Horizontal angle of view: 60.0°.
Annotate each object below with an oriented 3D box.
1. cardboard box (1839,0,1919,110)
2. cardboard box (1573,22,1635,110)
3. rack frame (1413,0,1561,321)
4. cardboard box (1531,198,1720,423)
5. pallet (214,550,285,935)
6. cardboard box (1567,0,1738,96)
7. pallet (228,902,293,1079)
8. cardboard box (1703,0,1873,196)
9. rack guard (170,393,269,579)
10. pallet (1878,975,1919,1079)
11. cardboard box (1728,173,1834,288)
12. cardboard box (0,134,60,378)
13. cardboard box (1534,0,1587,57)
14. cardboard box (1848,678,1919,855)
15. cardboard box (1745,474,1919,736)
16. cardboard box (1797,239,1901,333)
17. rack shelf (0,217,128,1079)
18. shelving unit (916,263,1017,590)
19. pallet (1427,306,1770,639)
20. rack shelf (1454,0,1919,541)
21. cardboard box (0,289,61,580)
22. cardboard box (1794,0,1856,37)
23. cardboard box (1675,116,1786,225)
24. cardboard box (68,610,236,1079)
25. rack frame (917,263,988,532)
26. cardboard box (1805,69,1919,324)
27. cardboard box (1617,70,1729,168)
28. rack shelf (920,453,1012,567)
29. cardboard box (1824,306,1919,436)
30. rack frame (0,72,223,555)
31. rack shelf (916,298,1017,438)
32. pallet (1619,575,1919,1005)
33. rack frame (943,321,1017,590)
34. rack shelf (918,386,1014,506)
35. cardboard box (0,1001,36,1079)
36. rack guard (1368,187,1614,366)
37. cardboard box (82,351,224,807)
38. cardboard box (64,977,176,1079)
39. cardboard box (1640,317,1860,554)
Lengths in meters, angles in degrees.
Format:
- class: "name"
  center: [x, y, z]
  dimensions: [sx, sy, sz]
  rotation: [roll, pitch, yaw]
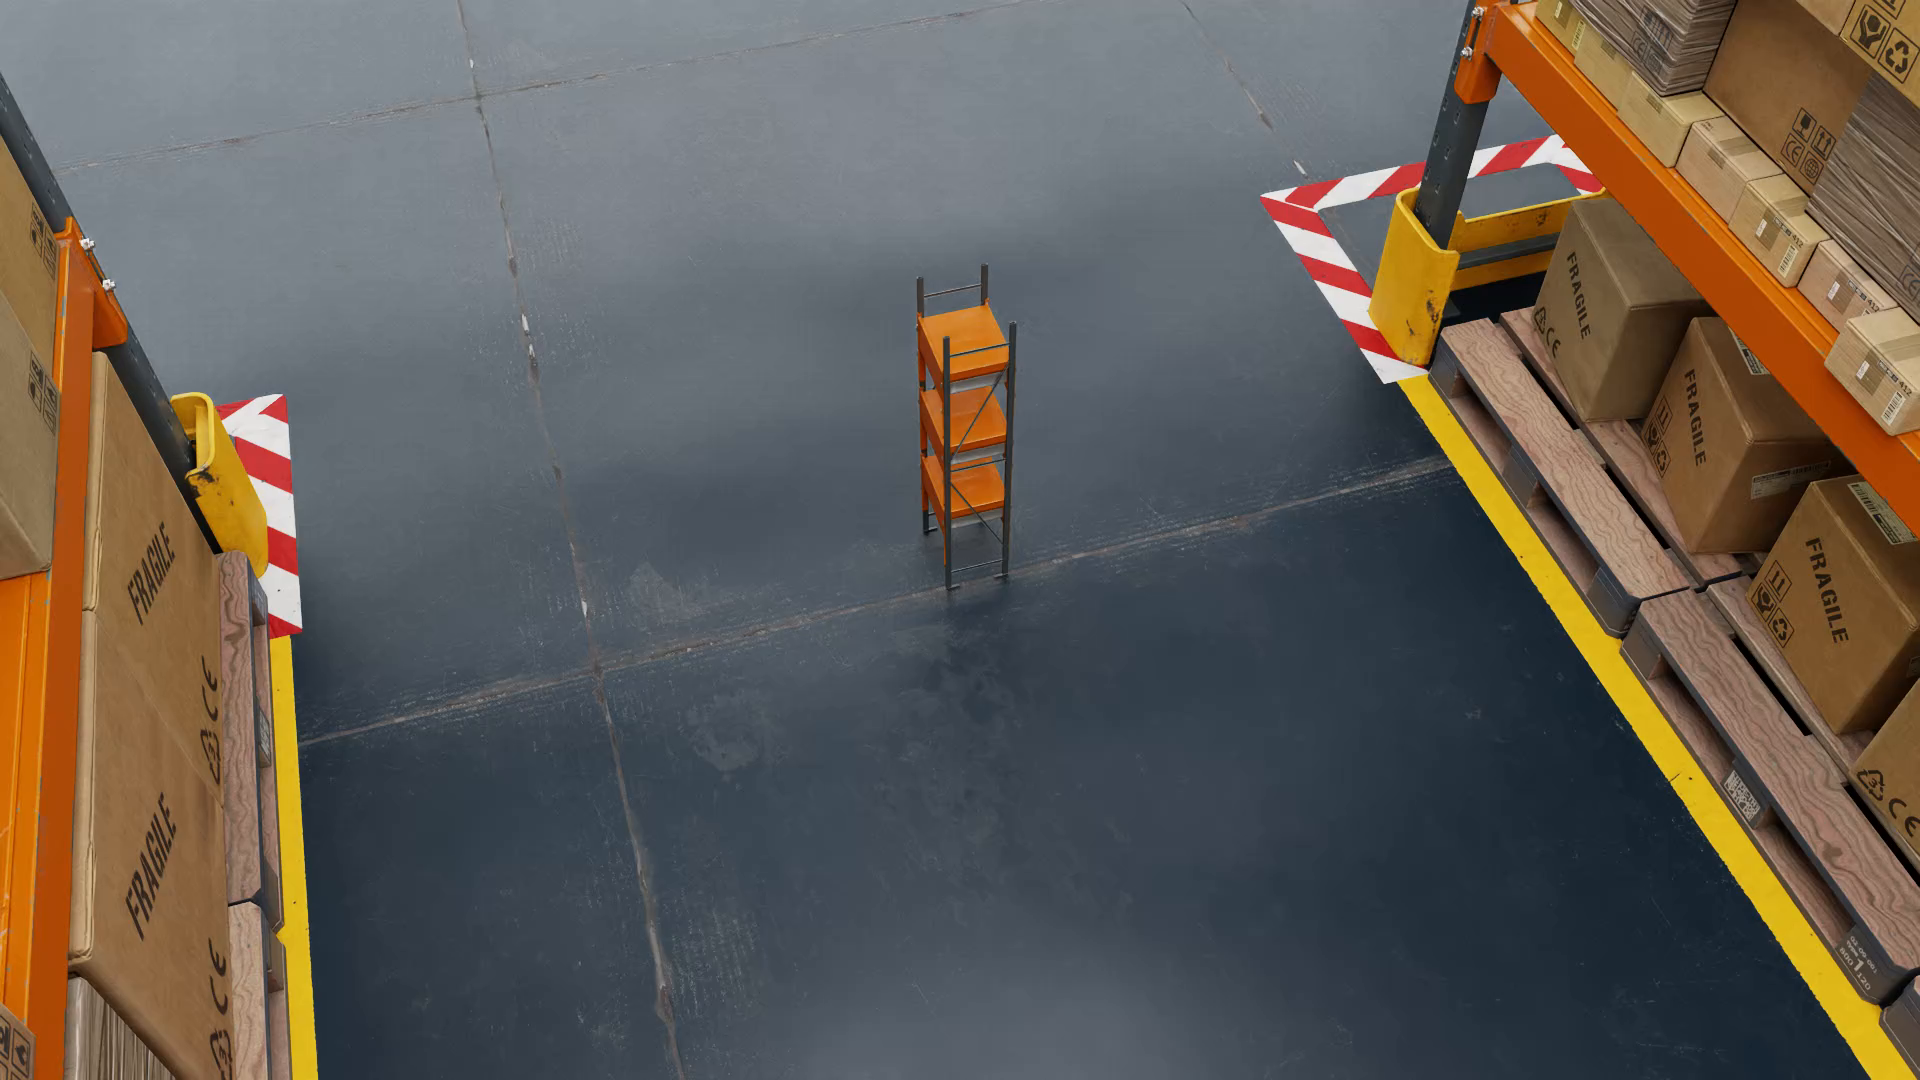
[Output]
- class: "cardboard box"
  center: [2.220, -1.126, 3.323]
  dimensions: [0.500, 0.500, 0.500]
  rotation: [-13, 51, -11]
- class: "cardboard box"
  center: [1.939, -1.340, 4.582]
  dimensions: [0.380, 0.149, 0.250]
  rotation: [-13, 51, -11]
- class: "rack frame"
  center: [2.027, -1.870, 4.865]
  dimensions: [1.000, 3.000, 0.127]
  rotation: [-13, 51, -11]
- class: "cardboard box"
  center: [2.196, -0.740, 5.272]
  dimensions: [0.500, 0.500, 0.500]
  rotation: [-5, 50, -4]
- class: "pallet"
  center: [-2.430, 0.642, 4.571]
  dimensions: [1.003, 0.211, 1.213]
  rotation: [-13, 51, -11]
- class: "cardboard box"
  center: [2.163, -1.591, 4.369]
  dimensions: [0.875, 0.500, 0.500]
  rotation: [-13, 51, -11]
- class: "pallet"
  center: [-2.073, 1.532, 3.821]
  dimensions: [1.003, 0.211, 1.213]
  rotation: [-13, 51, -11]
- class: "cardboard box"
  center: [2.426, -1.253, 4.084]
  dimensions: [0.875, 0.500, 0.500]
  rotation: [-13, 51, -11]
- class: "rack guard"
  center: [-2.748, -0.035, 4.952]
  dimensions: [1.175, 0.500, 0.348]
  rotation: [-13, 51, -11]
- class: "pallet"
  center: [2.978, 1.467, 3.875]
  dimensions: [1.003, 0.211, 1.213]
  rotation: [-13, 51, -11]
- class: "cardboard box"
  center: [2.160, -0.792, 4.120]
  dimensions: [0.380, 0.149, 0.250]
  rotation: [-13, 51, -11]
- class: "cardboard box"
  center: [-2.588, -0.610, 3.705]
  dimensions: [0.875, 0.550, 0.550]
  rotation: [-13, 51, -11]
- class: "cardboard box"
  center: [1.884, -1.527, 4.740]
  dimensions: [0.380, 0.149, 0.250]
  rotation: [-13, 51, -11]
- class: "cardboard box"
  center: [2.695, 0.568, 4.170]
  dimensions: [0.500, 0.500, 0.500]
  rotation: [-17, 52, -14]
- class: "cardboard box"
  center: [2.572, 0.150, 4.522]
  dimensions: [0.500, 0.500, 0.500]
  rotation: [-9, 50, -8]
- class: "cardboard box"
  center: [2.260, -0.616, 3.972]
  dimensions: [0.380, 0.149, 0.250]
  rotation: [-13, 51, -11]
- class: "rack shelf"
  center: [-2.150, 0.870, 3.025]
  dimensions: [1.077, 0.370, 4.000]
  rotation: [-13, 51, -11]
- class: "shelving unit"
  center: [0.016, -0.299, 4.816]
  dimensions: [0.215, 1.050, 0.252]
  rotation: [-13, 51, -11]
- class: "pallet"
  center: [2.256, -0.315, 5.377]
  dimensions: [1.003, 0.211, 1.213]
  rotation: [-13, 51, -11]
- class: "rack shelf"
  center: [2.619, -0.178, 3.909]
  dimensions: [1.077, 0.370, 4.000]
  rotation: [-13, 51, -11]
- class: "cardboard box"
  center: [-2.404, -0.214, 3.370]
  dimensions: [0.875, 0.550, 0.550]
  rotation: [-13, 51, -11]
- class: "cardboard box"
  center: [2.071, -1.491, 3.631]
  dimensions: [0.500, 0.500, 0.500]
  rotation: [-13, 51, -11]
- class: "cardboard box"
  center: [2.093, -0.977, 4.276]
  dimensions: [0.380, 0.149, 0.250]
  rotation: [-13, 51, -11]
- class: "cardboard box"
  center: [-2.215, 0.849, 3.687]
  dimensions: [0.875, 0.875, 0.875]
  rotation: [-14, 51, -12]
- class: "rack frame"
  center: [-0.020, -0.388, 4.891]
  dimensions: [0.200, 1.050, 0.008]
  rotation: [-13, 51, -11]
- class: "cardboard box"
  center: [2.533, -0.878, 3.768]
  dimensions: [0.875, 0.500, 0.500]
  rotation: [-13, 51, -11]
- class: "cardboard box"
  center: [1.999, -1.154, 4.426]
  dimensions: [0.380, 0.149, 0.250]
  rotation: [-13, 51, -11]
- class: "rack shelf"
  center: [0.016, -0.113, 5.036]
  dimensions: [0.215, 0.259, 0.240]
  rotation: [-13, 51, -11]
- class: "cardboard box"
  center: [2.235, -0.410, 3.798]
  dimensions: [0.380, 0.149, 0.250]
  rotation: [-13, 51, -11]
- class: "rack frame"
  center: [-2.741, -0.823, 3.982]
  dimensions: [1.000, 3.000, 0.127]
  rotation: [-13, 51, -11]
- class: "rack shelf"
  center: [0.016, -0.475, 4.607]
  dimensions: [0.215, 0.259, 0.240]
  rotation: [-13, 51, -11]
- class: "pallet"
  center: [2.613, 0.575, 4.627]
  dimensions: [1.003, 0.211, 1.213]
  rotation: [-13, 51, -11]
- class: "rack frame"
  center: [0.052, -0.210, 4.741]
  dimensions: [0.200, 1.050, 0.008]
  rotation: [-13, 51, -11]
- class: "rack shelf"
  center: [0.016, -0.292, 4.824]
  dimensions: [0.215, 0.259, 0.240]
  rotation: [-13, 51, -11]
- class: "cardboard box"
  center: [-1.910, 0.966, 2.376]
  dimensions: [0.875, 0.550, 0.550]
  rotation: [-13, 51, -11]
- class: "rack guard"
  center: [2.050, -1.009, 5.774]
  dimensions: [1.175, 0.500, 0.348]
  rotation: [-13, 51, -11]
- class: "cardboard box"
  center: [-2.477, 0.207, 4.229]
  dimensions: [0.875, 0.875, 0.875]
  rotation: [-13, 51, -11]
- class: "cardboard box"
  center: [-1.947, 1.515, 3.126]
  dimensions: [0.875, 0.875, 0.875]
  rotation: [-13, 51, -11]
- class: "cardboard box"
  center: [2.405, -0.311, 4.911]
  dimensions: [0.500, 0.500, 0.500]
  rotation: [-2, 50, -1]
